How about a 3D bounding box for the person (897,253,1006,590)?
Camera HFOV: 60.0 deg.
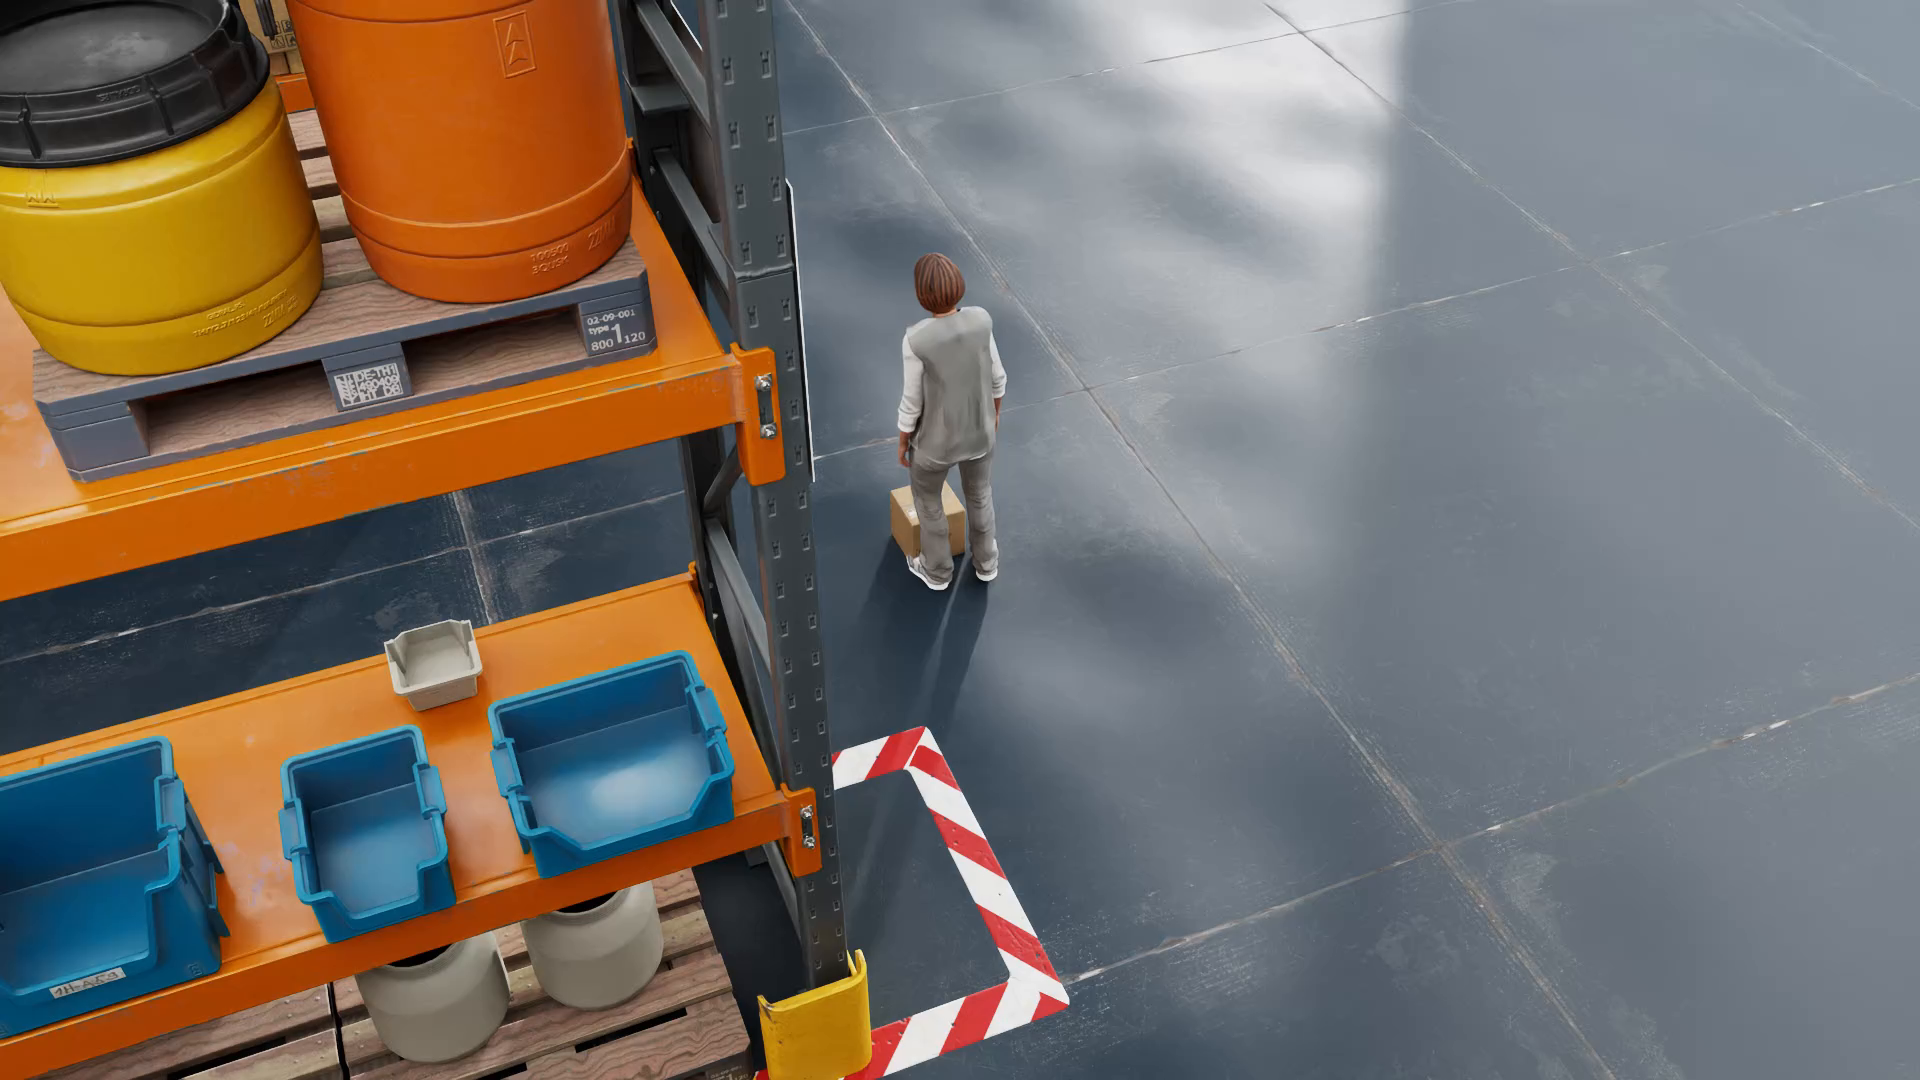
[{"bbox_3d":[-0.042,-0.432,6.645,0.473,1.590,0.377,-18,45,-18],"label":"person"}]
